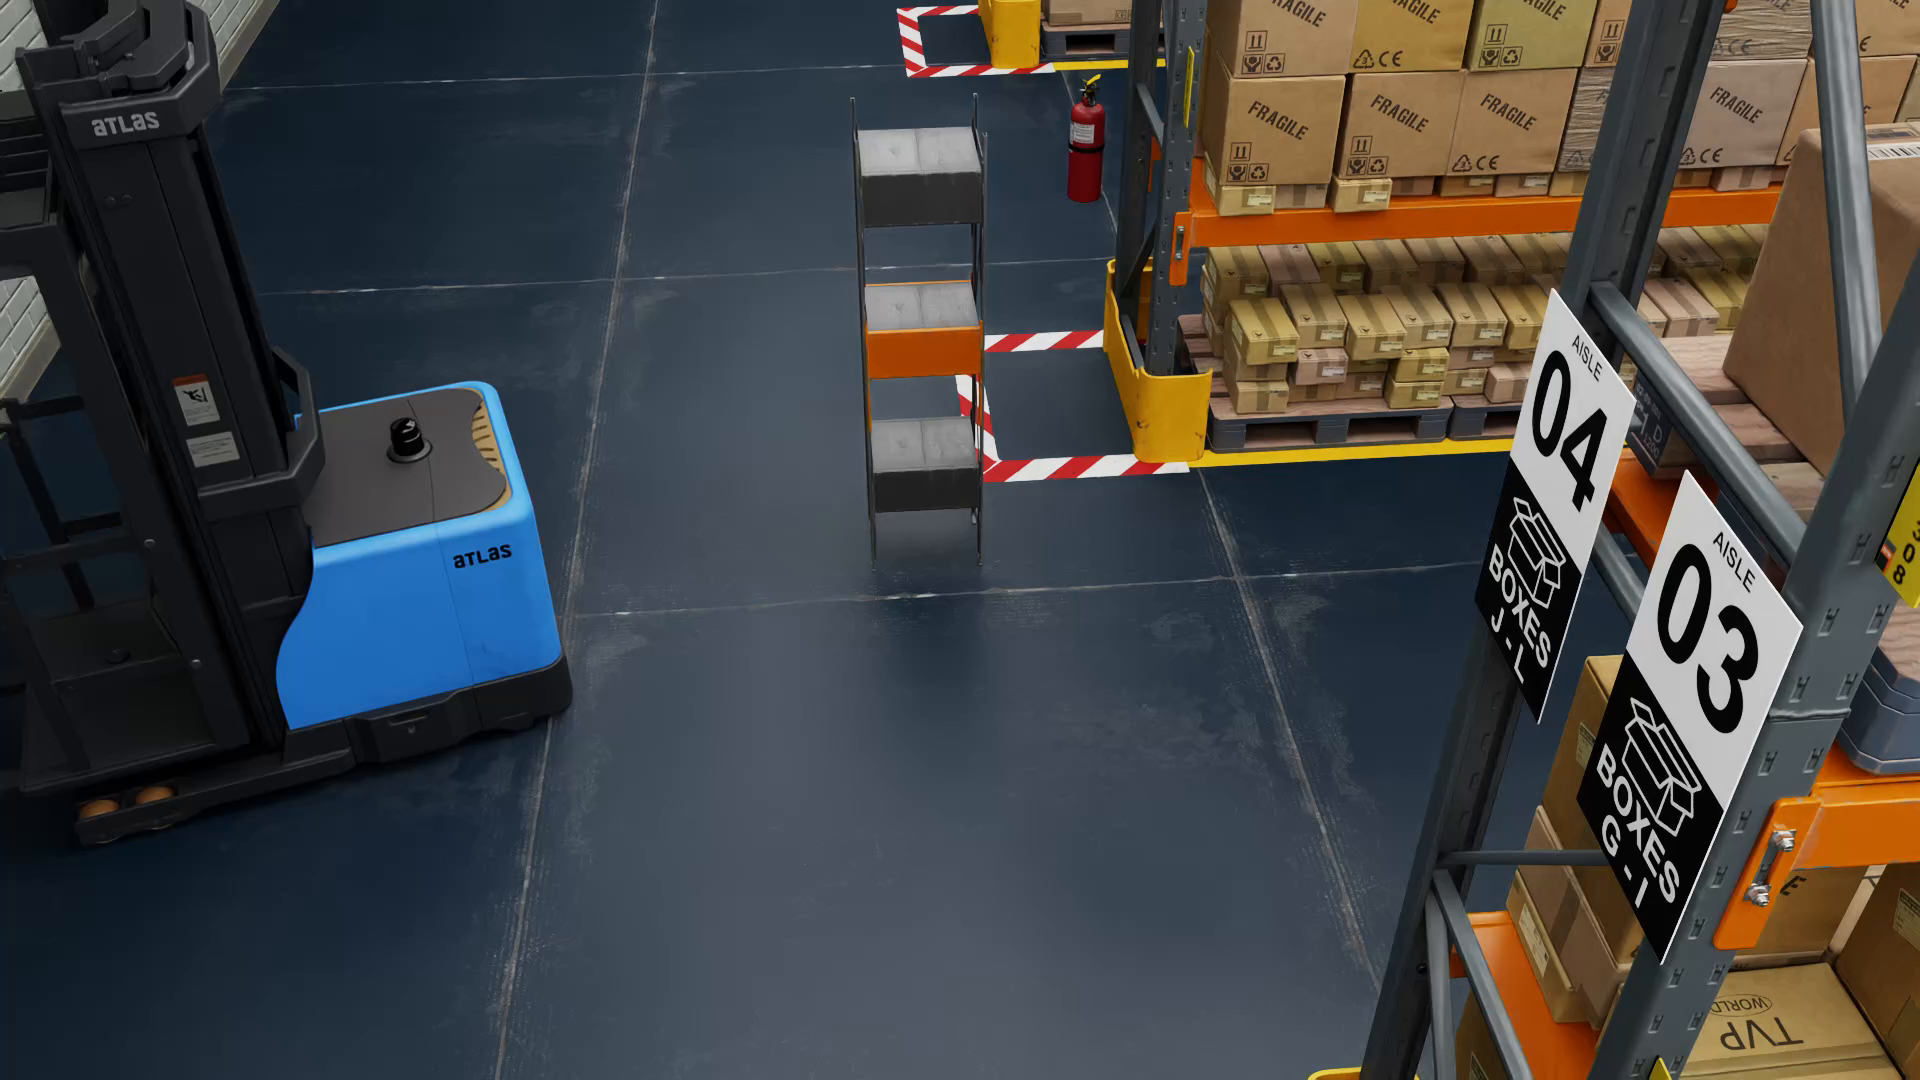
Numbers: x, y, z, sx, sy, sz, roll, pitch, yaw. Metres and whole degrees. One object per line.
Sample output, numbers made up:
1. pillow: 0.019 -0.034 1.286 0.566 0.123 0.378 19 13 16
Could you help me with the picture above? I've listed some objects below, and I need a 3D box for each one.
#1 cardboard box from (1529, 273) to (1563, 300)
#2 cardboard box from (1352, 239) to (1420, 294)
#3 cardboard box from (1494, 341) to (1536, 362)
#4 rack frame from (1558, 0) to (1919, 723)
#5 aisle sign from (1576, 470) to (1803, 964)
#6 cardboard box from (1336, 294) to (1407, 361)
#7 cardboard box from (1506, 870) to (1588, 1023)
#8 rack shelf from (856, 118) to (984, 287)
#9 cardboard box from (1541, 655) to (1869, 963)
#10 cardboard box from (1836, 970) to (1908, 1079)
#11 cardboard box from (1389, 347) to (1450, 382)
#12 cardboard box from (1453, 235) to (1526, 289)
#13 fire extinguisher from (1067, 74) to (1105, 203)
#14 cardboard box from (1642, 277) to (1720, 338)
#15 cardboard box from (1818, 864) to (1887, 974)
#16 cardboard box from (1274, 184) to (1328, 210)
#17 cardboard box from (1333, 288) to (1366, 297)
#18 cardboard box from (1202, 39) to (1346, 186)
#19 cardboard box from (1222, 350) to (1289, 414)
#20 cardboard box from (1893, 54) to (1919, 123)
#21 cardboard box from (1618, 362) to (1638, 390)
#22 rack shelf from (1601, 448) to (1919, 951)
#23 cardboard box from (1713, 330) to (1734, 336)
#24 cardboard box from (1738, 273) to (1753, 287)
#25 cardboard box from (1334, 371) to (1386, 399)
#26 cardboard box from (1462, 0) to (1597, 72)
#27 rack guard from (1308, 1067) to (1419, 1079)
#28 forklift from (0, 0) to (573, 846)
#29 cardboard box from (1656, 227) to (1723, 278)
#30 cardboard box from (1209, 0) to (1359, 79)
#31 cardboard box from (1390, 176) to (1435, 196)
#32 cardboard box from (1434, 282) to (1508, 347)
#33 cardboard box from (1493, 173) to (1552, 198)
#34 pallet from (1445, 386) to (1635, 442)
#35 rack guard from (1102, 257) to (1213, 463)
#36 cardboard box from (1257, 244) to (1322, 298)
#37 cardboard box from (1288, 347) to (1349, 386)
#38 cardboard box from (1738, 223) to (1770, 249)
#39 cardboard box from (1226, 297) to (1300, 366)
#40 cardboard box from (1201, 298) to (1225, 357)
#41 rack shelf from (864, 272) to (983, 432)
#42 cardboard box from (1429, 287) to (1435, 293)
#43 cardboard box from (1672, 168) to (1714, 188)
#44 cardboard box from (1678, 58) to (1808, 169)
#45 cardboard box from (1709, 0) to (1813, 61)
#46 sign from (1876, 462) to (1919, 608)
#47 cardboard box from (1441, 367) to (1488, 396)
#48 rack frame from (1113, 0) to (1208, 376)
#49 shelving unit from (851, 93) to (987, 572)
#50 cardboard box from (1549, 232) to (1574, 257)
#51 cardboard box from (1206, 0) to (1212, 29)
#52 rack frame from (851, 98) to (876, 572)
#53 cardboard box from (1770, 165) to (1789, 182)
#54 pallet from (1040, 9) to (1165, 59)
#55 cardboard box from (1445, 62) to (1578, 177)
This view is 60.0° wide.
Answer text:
1. cardboard box: 3.024 -1.175 8.300 0.250 0.149 0.380 -3 38 -4
2. cardboard box: 2.192 -1.430 8.623 0.250 0.149 0.380 -5 39 -6
3. cardboard box: 2.767 -1.061 8.396 0.250 0.149 0.380 -1 38 -2
4. rack frame: 1.260 -1.209 2.017 0.127 3.000 1.000 -3 38 -4
5. aisle sign: 1.215 0.315 2.831 0.004 0.787 0.394 -3 38 -4
6. cardboard box: 1.999 -1.042 8.131 0.250 0.149 0.380 -3 38 -4
7. cardboard box: 1.585 1.022 4.236 0.250 0.149 0.380 -2 38 -3
8. rack shelf: -0.165 -1.354 6.663 0.480 0.518 0.431 -3 38 -4
9. cardboard box: 1.722 0.605 3.837 0.500 0.500 0.500 -3 38 -3
10. cardboard box: 2.279 1.196 3.693 0.500 0.250 0.500 -4 38 -5
11. cardboard box: 2.245 -0.948 8.252 0.250 0.149 0.380 -2 38 -3
12. cardboard box: 2.727 -1.425 8.617 0.250 0.149 0.380 -4 38 -6
13. fire extinguisher: 0.629 -2.014 8.244 0.183 0.674 0.296 -3 38 -4
14. cardboard box: 3.549 -1.144 8.260 0.250 0.149 0.380 -5 39 -6
15. cardboard box: 2.224 0.871 4.106 0.500 0.250 0.500 -4 38 -5
16. cardboard box: 1.523 -1.676 7.655 0.250 0.149 0.380 -2 38 -2
17. cardboard box: 1.939 -1.317 8.719 0.250 0.149 0.380 -5 39 -6
18. cardboard box: 1.393 -1.930 7.453 0.500 0.500 0.500 -1 38 -2
19. cardboard box: 1.471 -0.796 8.300 0.250 0.149 0.380 -2 38 -3
20. cardboard box: 4.449 -2.094 7.662 0.500 0.500 0.500 -3 38 -4
21. cardboard box: 3.248 -0.923 8.461 0.250 0.149 0.380 -2 38 -3
22. rack shelf: 3.252 0.141 3.308 4.000 0.370 1.077 -3 38 -4
23. cardboard box: 3.828 -1.087 8.428 0.250 0.149 0.380 -3 38 -4
24. cardboard box: 4.076 -1.181 8.308 0.250 0.149 0.380 -3 38 -4
25. cardboard box: 1.972 -0.879 8.405 0.250 0.149 0.380 -3 38 -3
26. cardboard box: 2.414 -2.375 7.211 0.500 0.500 0.500 -4 38 -5
27. rack guard: 1.236 2.129 4.648 0.348 0.500 1.175 -3 38 -4
28. forklift: -3.158 -0.375 5.859 3.031 2.935 1.130 -14 40 -17
29. cardboard box: 3.759 -1.476 8.681 0.250 0.149 0.380 -4 38 -5
30. cardboard box: 1.392 -2.329 7.152 0.500 0.500 0.500 -3 38 -4
31. cardboard box: 2.042 -1.756 7.757 0.250 0.149 0.380 -1 38 -2
32. cardboard box: 2.516 -1.116 8.225 0.250 0.149 0.380 -2 38 -2
33. cardboard box: 2.562 -1.752 7.752 0.250 0.149 0.380 -4 38 -5
34. pallet: 3.022 -0.917 8.741 1.213 0.211 1.003 -3 38 -4
35. rack guard: 0.997 -0.942 8.541 0.348 0.500 1.175 -3 38 -4
36. cardboard box: 1.681 -1.362 8.537 0.250 0.149 0.380 -2 38 -3
37. cardboard box: 1.744 -0.932 8.233 0.250 0.149 0.380 -3 38 -4
38. cardboard box: 4.264 -1.549 8.773 0.250 0.149 0.380 -1 38 -2
39. cardboard box: 1.473 -1.018 8.101 0.250 0.149 0.380 -5 39 -6
40. cardboard box: 1.427 -1.123 8.714 0.250 0.149 0.380 -3 38 -3
41. rack shelf: -0.165 -0.805 7.097 0.480 0.518 0.431 -3 38 -4
42. cardboard box: 2.454 -1.353 8.765 0.250 0.149 0.380 -3 38 -3
43. cardboard box: 3.338 -1.808 7.822 0.250 0.149 0.380 -4 38 -5
44. cardboard box: 3.436 -2.040 7.593 0.500 0.500 0.500 -3 38 -4
45. cardboard box: 3.436 -2.444 7.298 0.500 0.500 0.500 -2 38 -3
46. sign: 1.303 -0.063 2.217 0.005 0.325 0.100 -3 38 -4
47. cardboard box: 2.482 -0.898 8.429 0.250 0.149 0.380 -3 38 -4
48. rack frame: 0.921 -1.919 7.761 0.127 3.000 1.000 -3 38 -4
49. shelving unit: -0.165 -0.815 7.088 0.503 2.100 0.431 -3 38 -4
50. cardboard box: 3.234 -1.446 8.644 0.250 0.149 0.380 -5 39 -6
51. cardboard box: 1.355 -2.647 7.555 0.500 0.500 0.500 -4 38 -5
52. rack frame: -0.408 -0.802 7.071 0.015 2.100 0.400 -3 38 -4
53. cardboard box: 3.860 -1.849 7.875 0.250 0.149 0.380 -4 38 -5
54. pallet: 1.172 -3.965 12.605 1.213 0.211 1.003 -3 38 -4
55. cardboard box: 2.413 -1.994 7.535 0.500 0.500 0.500 -3 38 -3
